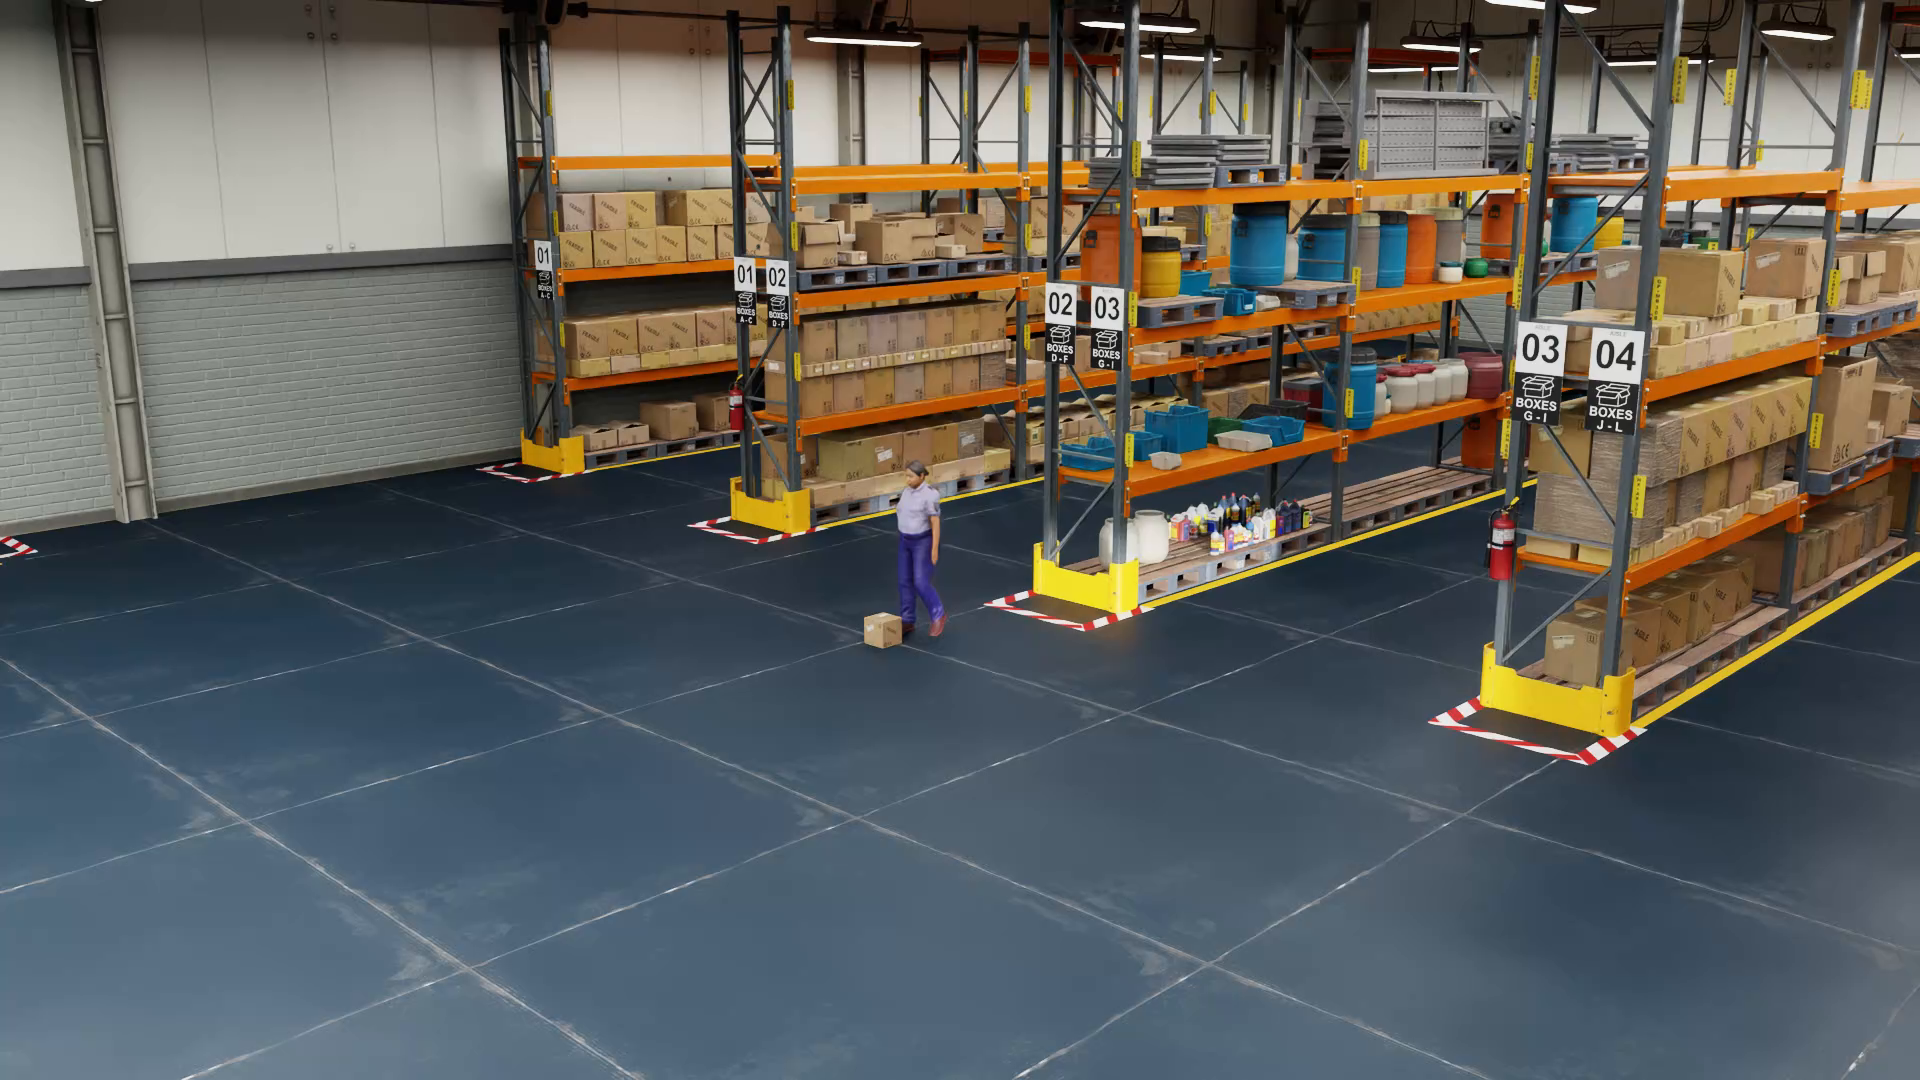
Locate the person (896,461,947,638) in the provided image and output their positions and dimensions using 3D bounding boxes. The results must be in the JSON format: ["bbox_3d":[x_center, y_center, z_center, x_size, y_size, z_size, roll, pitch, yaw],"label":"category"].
[{"bbox_3d":[-0.421,0.085,15.654,0.511,1.672,0.492,13,19,43],"label":"person"}]
